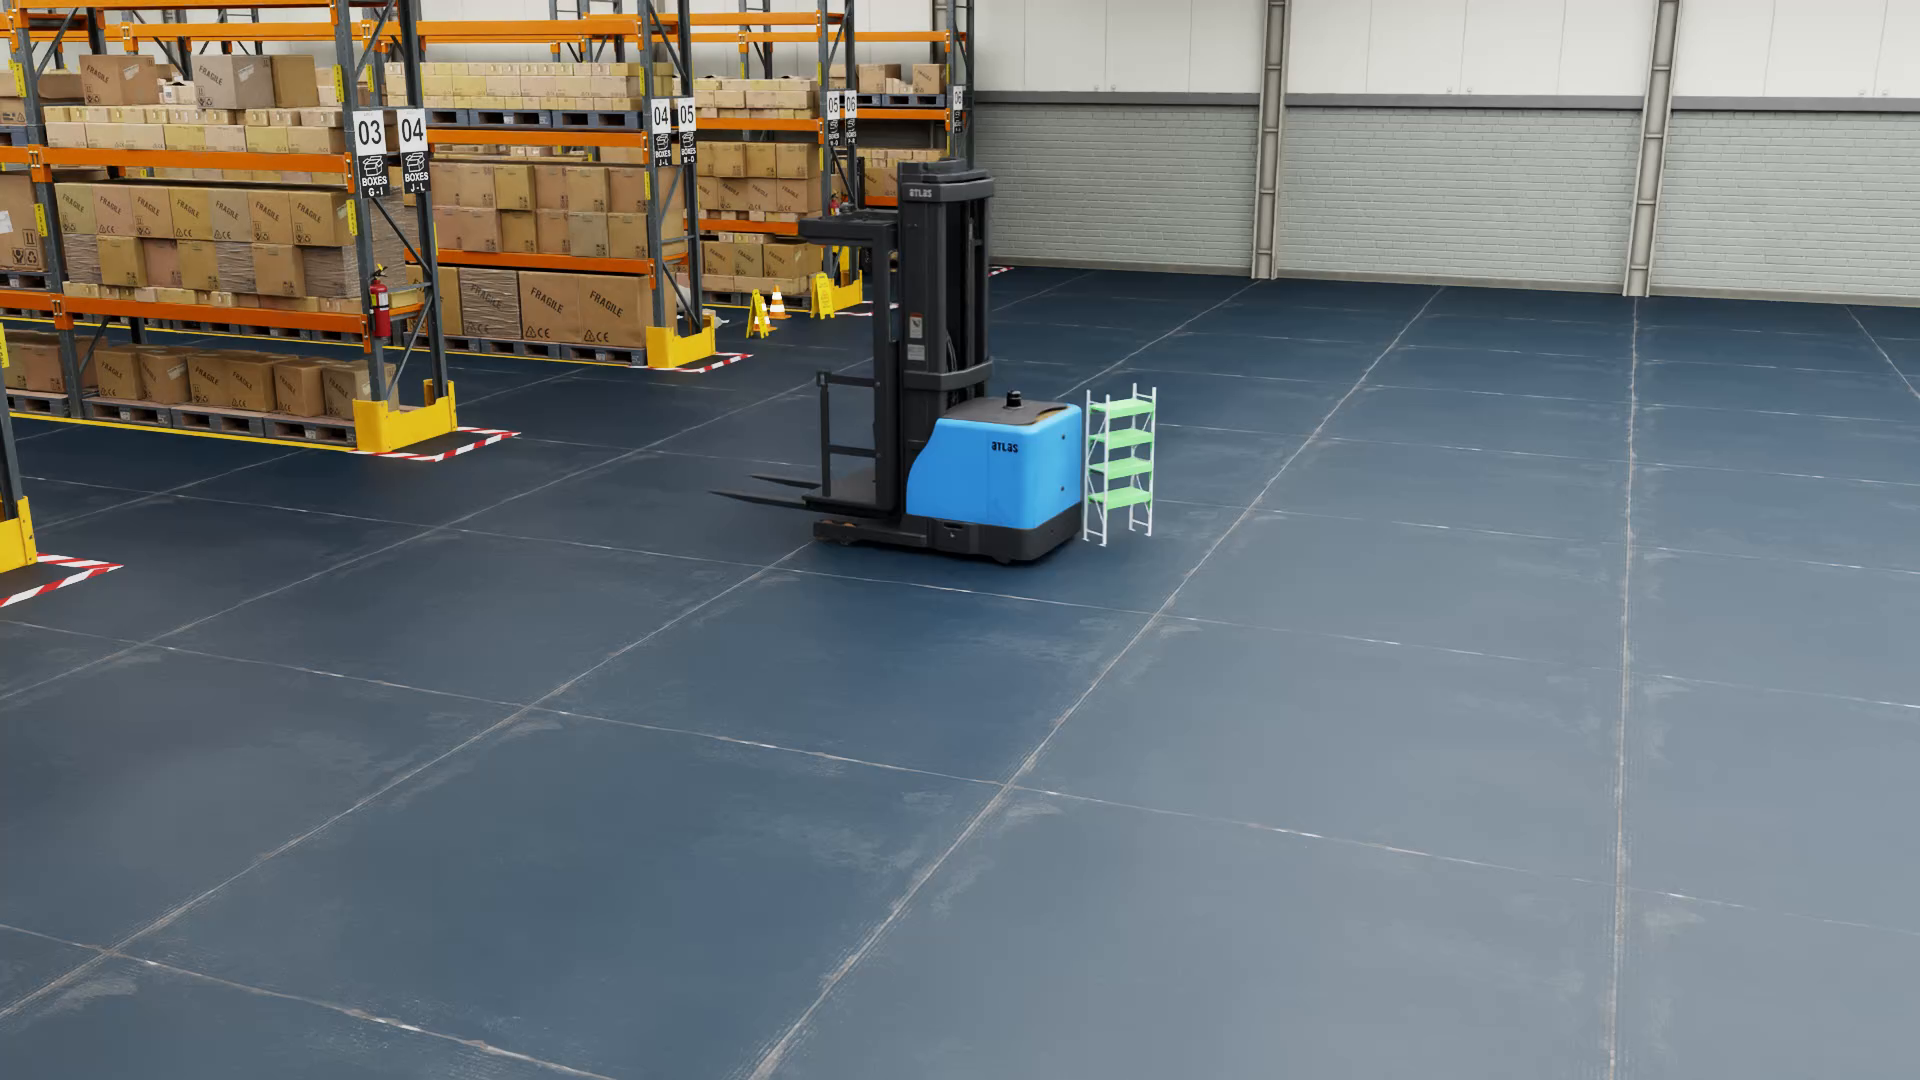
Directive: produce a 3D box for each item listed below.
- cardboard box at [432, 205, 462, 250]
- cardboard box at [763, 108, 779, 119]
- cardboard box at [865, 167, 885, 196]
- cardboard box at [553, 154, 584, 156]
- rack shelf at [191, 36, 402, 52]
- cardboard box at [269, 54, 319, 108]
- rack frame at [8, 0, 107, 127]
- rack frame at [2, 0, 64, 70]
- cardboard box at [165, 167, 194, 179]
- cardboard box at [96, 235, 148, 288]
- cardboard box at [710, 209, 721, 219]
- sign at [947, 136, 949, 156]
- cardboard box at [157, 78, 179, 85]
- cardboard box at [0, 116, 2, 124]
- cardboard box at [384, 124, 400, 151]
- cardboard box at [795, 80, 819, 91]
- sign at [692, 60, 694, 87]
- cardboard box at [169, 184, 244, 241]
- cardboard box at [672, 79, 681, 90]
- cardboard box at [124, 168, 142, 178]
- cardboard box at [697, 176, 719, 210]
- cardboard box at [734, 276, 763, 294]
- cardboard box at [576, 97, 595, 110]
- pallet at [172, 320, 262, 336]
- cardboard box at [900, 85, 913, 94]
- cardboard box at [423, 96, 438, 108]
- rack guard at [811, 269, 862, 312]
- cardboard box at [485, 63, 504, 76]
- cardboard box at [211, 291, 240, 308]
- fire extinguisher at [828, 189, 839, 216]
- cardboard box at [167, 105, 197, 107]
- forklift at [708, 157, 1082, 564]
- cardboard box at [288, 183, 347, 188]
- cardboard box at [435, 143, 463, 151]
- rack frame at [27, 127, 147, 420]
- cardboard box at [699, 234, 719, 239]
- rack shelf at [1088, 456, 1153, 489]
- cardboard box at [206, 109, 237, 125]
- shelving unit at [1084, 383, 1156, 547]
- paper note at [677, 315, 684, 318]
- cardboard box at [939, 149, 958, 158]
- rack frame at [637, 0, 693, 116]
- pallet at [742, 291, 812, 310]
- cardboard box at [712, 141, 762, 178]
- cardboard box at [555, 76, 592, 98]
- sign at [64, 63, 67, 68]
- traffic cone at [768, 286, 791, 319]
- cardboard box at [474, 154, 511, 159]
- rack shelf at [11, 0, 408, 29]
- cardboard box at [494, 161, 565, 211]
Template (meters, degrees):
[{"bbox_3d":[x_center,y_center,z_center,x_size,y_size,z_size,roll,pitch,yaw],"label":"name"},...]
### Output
[{"bbox_3d":[-6.382,-4.109,21.680,0.550,0.550,0.875,6,17,21],"label":"cardboard box"},{"bbox_3d":[-2.719,-6.344,24.717,0.250,0.149,0.380,7,18,22],"label":"cardboard box"},{"bbox_3d":[-1.499,-6.433,29.774,0.500,0.500,0.500,6,17,20],"label":"cardboard box"},{"bbox_3d":[-6.325,-5.983,26.935,0.500,0.500,0.500,6,17,21],"label":"cardboard box"},{"bbox_3d":[-11.109,-8.374,27.885,4.000,0.370,1.077,6,17,21],"label":"rack shelf"},{"bbox_3d":[-6.725,-4.531,16.410,0.500,0.500,0.500,6,17,20],"label":"cardboard box"},{"bbox_3d":[-9.164,-5.728,16.762,0.127,3.000,1.000,6,17,21],"label":"rack frame"},{"bbox_3d":[-16.691,-9.525,29.844,0.127,3.000,1.000,6,17,21],"label":"rack frame"},{"bbox_3d":[-10.557,-5.011,23.083,0.500,0.500,0.700,6,17,20],"label":"cardboard box"},{"bbox_3d":[-8.315,-2.915,17.121,0.500,0.500,0.875,6,17,21],"label":"cardboard box"},{"bbox_3d":[-3.648,-5.031,25.574,0.250,0.149,0.380,6,17,21],"label":"cardboard box"},{"bbox_3d":[-0.201,-6.826,28.804,0.005,0.325,0.100,6,17,21],"label":"sign"},{"bbox_3d":[-13.681,-7.843,28.738,0.258,0.266,0.396,7,18,22],"label":"cardboard box"},{"bbox_3d":[-10.075,-4.494,17.382,0.258,0.266,0.396,7,18,23],"label":"cardboard box"},{"bbox_3d":[-5.796,-3.922,16.192,0.500,0.250,0.500,7,18,22],"label":"cardboard box"},{"bbox_3d":[-2.229,-6.668,24.403,0.250,0.149,0.380,6,17,21],"label":"cardboard box"},{"bbox_3d":[-3.319,-5.755,20.527,0.005,0.325,0.100,6,17,21],"label":"sign"},{"bbox_3d":[-7.438,-3.255,16.500,0.500,0.500,0.500,6,17,21],"label":"cardboard box"},{"bbox_3d":[-4.375,-6.908,25.229,0.250,0.149,0.380,6,17,19],"label":"cardboard box"},{"bbox_3d":[-14.448,-6.363,29.532,0.500,0.500,0.500,6,17,20],"label":"cardboard box"},{"bbox_3d":[-3.805,-5.344,25.487,0.500,0.500,0.500,6,17,21],"label":"cardboard box"},{"bbox_3d":[-3.136,-3.957,25.601,0.500,0.250,0.500,6,17,21],"label":"cardboard box"},{"bbox_3d":[-4.436,-5.281,20.122,0.250,0.149,0.380,7,17,21],"label":"cardboard box"},{"bbox_3d":[-10.265,-3.092,23.447,1.213,0.211,1.003,6,17,21],"label":"pallet"},{"bbox_3d":[-0.871,-7.871,29.043,0.250,0.149,0.380,6,17,19],"label":"cardboard box"},{"bbox_3d":[-6.563,-5.515,20.927,0.250,0.149,0.380,6,17,21],"label":"cardboard box"},{"bbox_3d":[-1.877,-3.815,25.417,0.348,0.500,1.175,6,17,21],"label":"rack guard"},{"bbox_3d":[-5.620,-5.794,20.459,0.250,0.149,0.380,6,17,20],"label":"cardboard box"},{"bbox_3d":[-7.217,-2.418,16.575,0.250,0.149,0.380,6,17,21],"label":"cardboard box"},{"bbox_3d":[-1.869,-4.839,24.601,0.183,0.674,0.296,6,17,21],"label":"fire extinguisher"},{"bbox_3d":[-7.796,-4.327,16.871,0.250,0.149,0.380,7,18,23],"label":"cardboard box"},{"bbox_3d":[-0.588,-1.495,13.065,3.031,2.935,1.130,8,18,25],"label":"forklift"},{"bbox_3d":[-6.317,-3.288,16.614,0.500,0.500,0.500,6,17,21],"label":"cardboard box"},{"bbox_3d":[-10.302,-7.612,33.081,0.500,0.500,0.700,6,17,21],"label":"cardboard box"},{"bbox_3d":[-9.164,-2.846,17.598,0.127,3.000,1.000,6,17,21],"label":"rack frame"},{"bbox_3d":[-3.930,-4.564,26.347,0.500,0.500,0.500,7,18,24],"label":"cardboard box"},{"bbox_3d":[1.253,-0.532,13.083,0.480,0.148,0.258,-12,20,-36],"label":"rack shelf"},{"bbox_3d":[-7.023,-4.080,16.020,0.250,0.149,0.380,5,17,18],"label":"cardboard box"},{"bbox_3d":[1.253,-0.593,13.065,0.503,1.200,0.258,-12,20,-36],"label":"shelving unit"},{"bbox_3d":[-4.151,-3.282,24.446,0.142,0.019,0.148,14,21,40],"label":"paper note"},{"bbox_3d":[-0.223,-6.887,29.641,0.250,0.149,0.380,6,17,20],"label":"cardboard box"},{"bbox_3d":[-3.529,-6.594,19.748,0.127,3.000,1.000,6,17,21],"label":"rack frame"},{"bbox_3d":[-2.620,-3.768,25.776,1.213,0.211,1.003,6,17,21],"label":"pallet"},{"bbox_3d":[-3.342,-5.753,25.105,0.500,0.500,0.700,6,17,20],"label":"cardboard box"},{"bbox_3d":[-4.552,-5.503,20.173,0.500,0.250,0.500,6,17,21],"label":"cardboard box"},{"bbox_3d":[-16.478,-8.611,30.629,0.005,0.325,0.100,6,17,21],"label":"sign"},{"bbox_3d":[-2.680,-3.499,24.395,0.334,0.463,0.336,6,17,21],"label":"traffic cone"},{"bbox_3d":[-7.469,-5.955,26.840,0.500,0.500,0.500,6,17,19],"label":"cardboard box"},{"bbox_3d":[-7.303,-5.176,16.158,4.000,0.370,1.077,6,17,21],"label":"rack shelf"},{"bbox_3d":[-5.417,-4.497,21.079,0.500,0.550,0.875,6,17,21],"label":"cardboard box"}]
